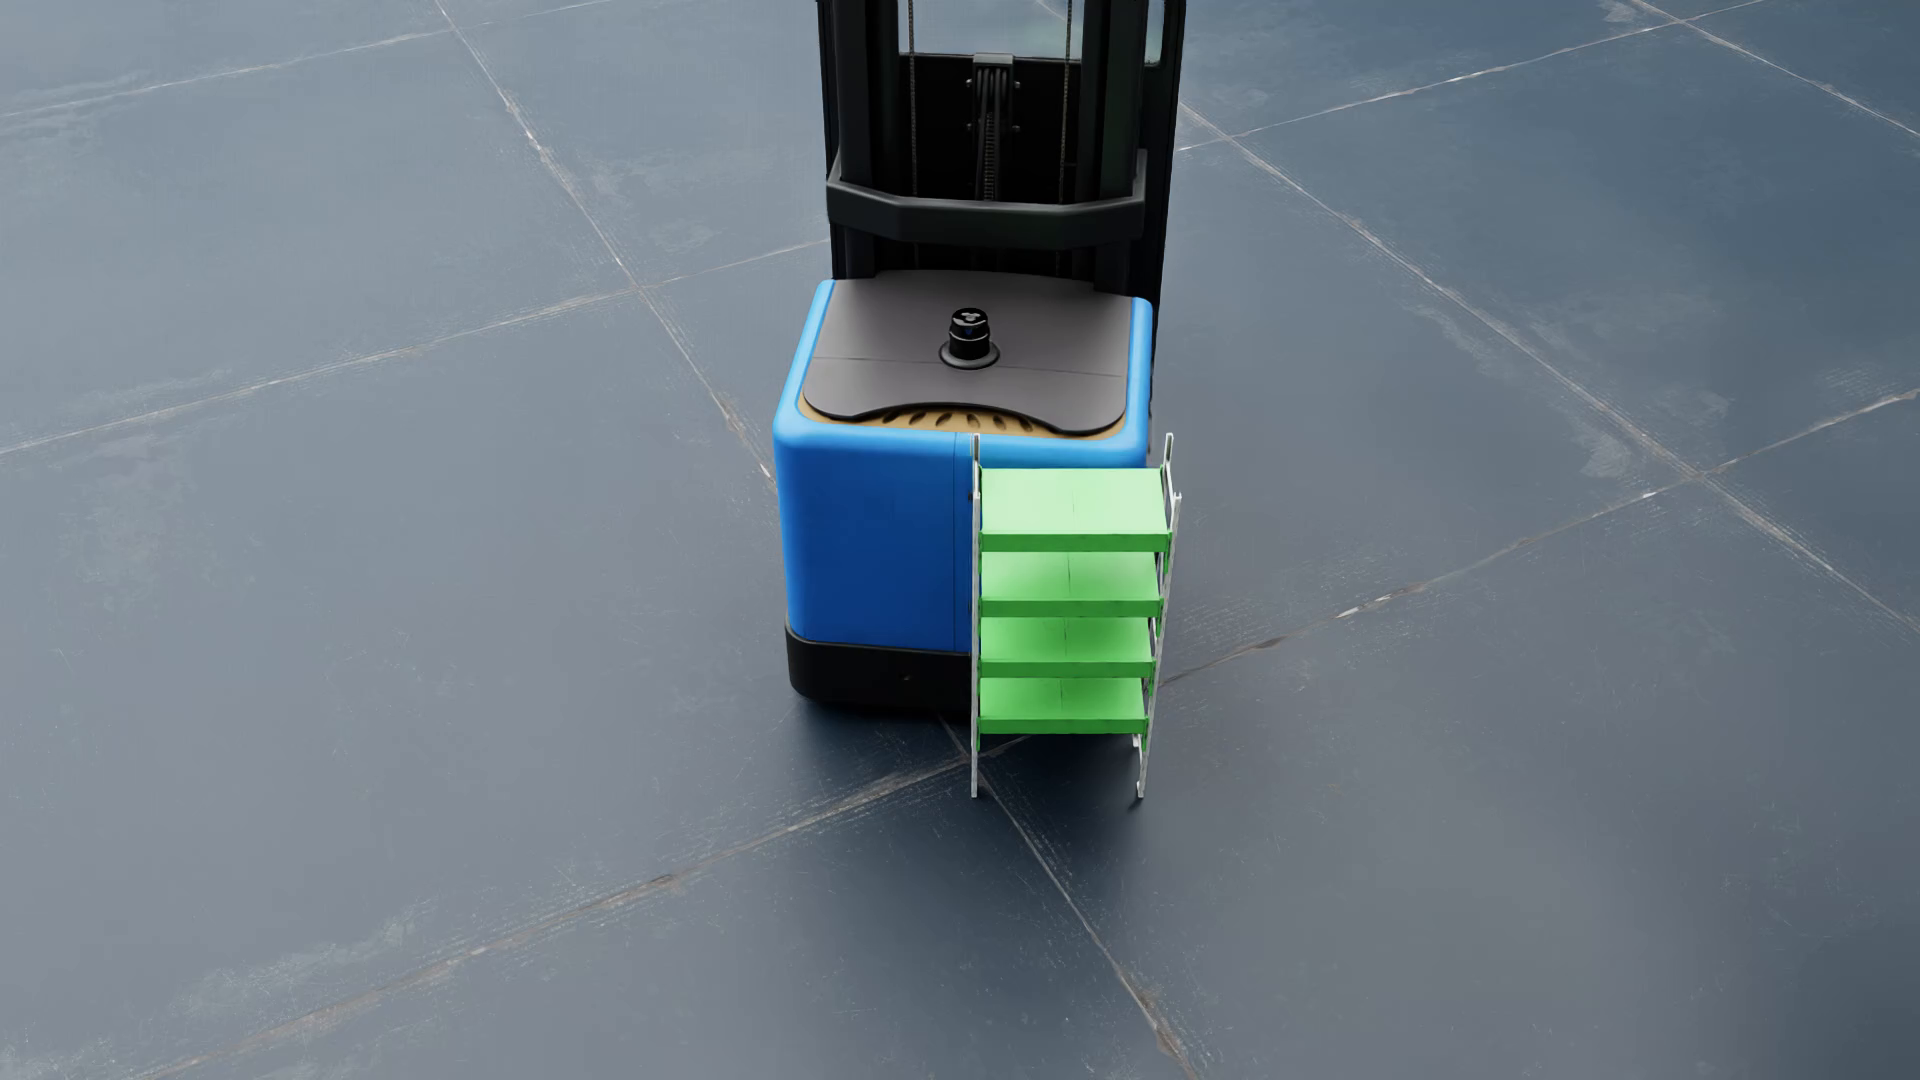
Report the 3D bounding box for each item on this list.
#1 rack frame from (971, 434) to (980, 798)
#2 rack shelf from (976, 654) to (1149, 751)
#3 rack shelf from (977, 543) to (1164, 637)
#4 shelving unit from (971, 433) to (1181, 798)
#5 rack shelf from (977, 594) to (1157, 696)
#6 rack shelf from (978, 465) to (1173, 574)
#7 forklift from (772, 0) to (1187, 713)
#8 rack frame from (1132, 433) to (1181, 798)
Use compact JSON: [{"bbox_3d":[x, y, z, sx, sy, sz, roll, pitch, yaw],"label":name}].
[{"bbox_3d":[0.042,0.243,4.537,0.015,1.200,0.240,0,45,0],"label":"rack frame"},{"bbox_3d":[0.286,0.459,4.750,0.480,0.148,0.258,0,45,0],"label":"rack shelf"},{"bbox_3d":[0.286,0.117,4.413,0.480,0.148,0.258,0,45,0],"label":"rack shelf"},{"bbox_3d":[0.286,0.243,4.537,0.503,1.200,0.258,0,45,0],"label":"shelving unit"},{"bbox_3d":[0.286,0.288,4.581,0.480,0.148,0.258,0,45,0],"label":"rack shelf"},{"bbox_3d":[0.285,-0.054,4.245,0.480,0.148,0.258,0,45,0],"label":"rack shelf"},{"bbox_3d":[0.149,-1.517,5.289,1.130,2.935,3.031,4,40,5],"label":"forklift"},{"bbox_3d":[0.530,0.243,4.536,0.015,1.200,0.240,0,45,0],"label":"rack frame"}]
